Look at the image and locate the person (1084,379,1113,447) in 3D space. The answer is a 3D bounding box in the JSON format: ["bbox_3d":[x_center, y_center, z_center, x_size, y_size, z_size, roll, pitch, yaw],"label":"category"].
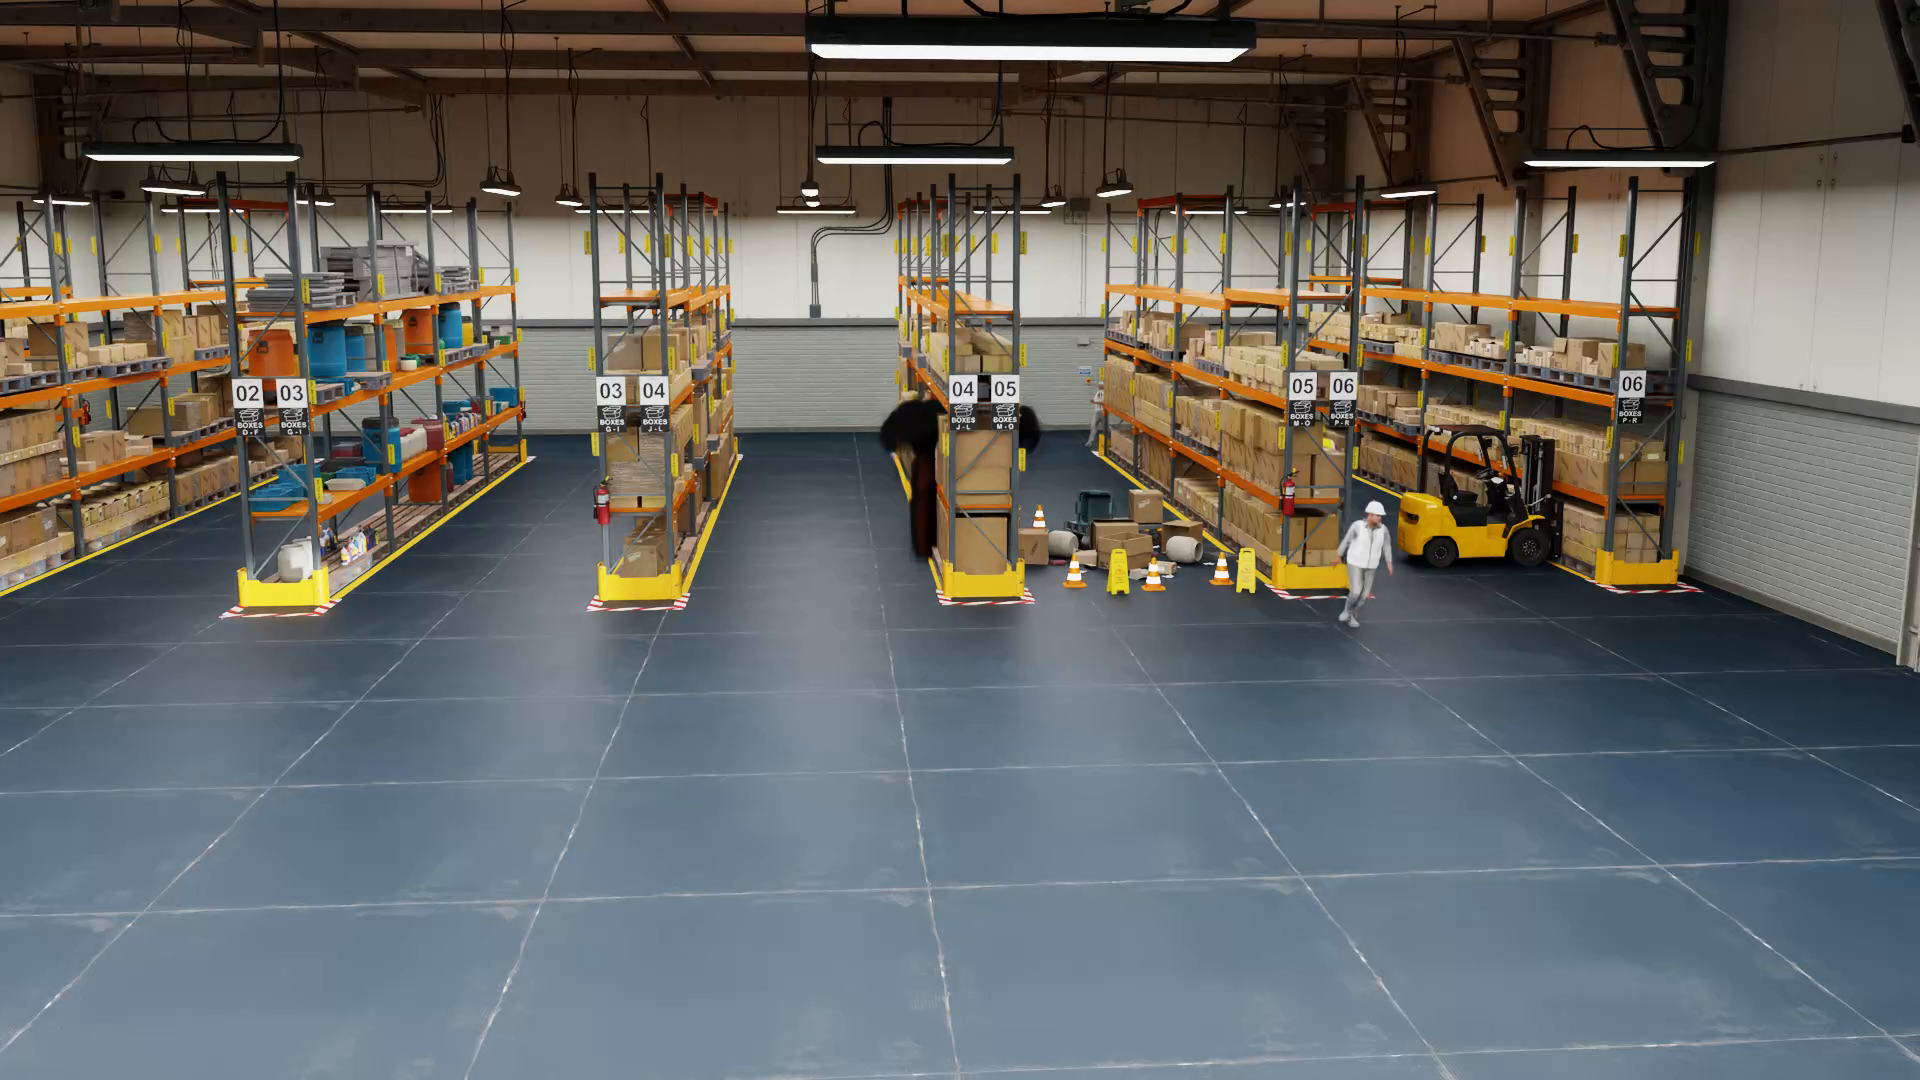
[{"bbox_3d":[3.572,-3.200,41.856,0.901,1.707,0.579,-3,10,-17],"label":"person"}]

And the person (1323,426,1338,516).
[{"bbox_3d":[6.717,-1.252,30.830,0.714,1.731,0.984,-2,10,-14],"label":"person"}]

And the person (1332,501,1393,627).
[{"bbox_3d":[5.334,0.325,21.912,0.653,1.726,0.671,-3,10,-14],"label":"person"}]
